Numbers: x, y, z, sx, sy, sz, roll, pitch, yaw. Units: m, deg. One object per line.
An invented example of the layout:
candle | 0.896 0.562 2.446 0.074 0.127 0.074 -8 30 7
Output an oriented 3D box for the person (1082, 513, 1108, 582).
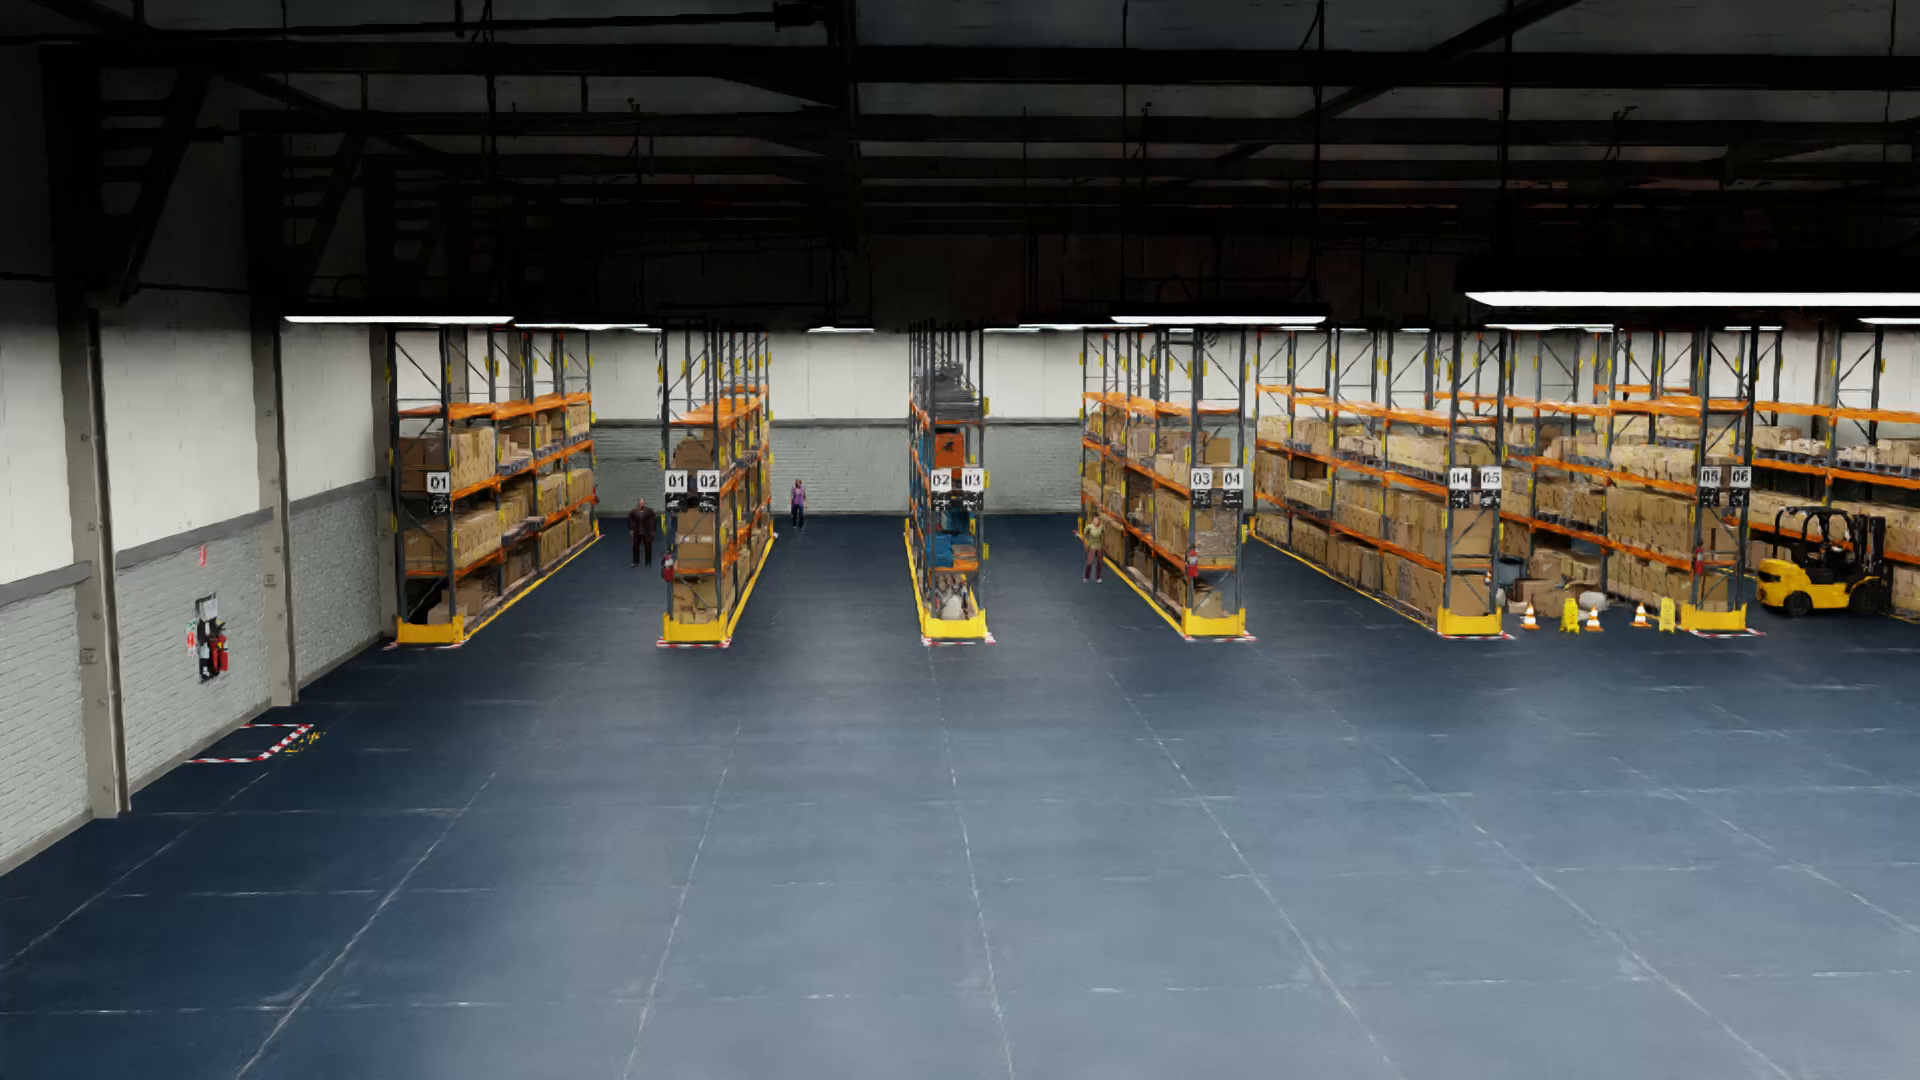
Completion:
person | 3.126 0.175 38.514 0.598 1.619 0.507 -1 7 -4

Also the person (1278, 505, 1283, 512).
person | 10.178 -1.547 51.866 0.605 1.753 0.572 -6 9 -39

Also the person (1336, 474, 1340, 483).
person | 10.645 -0.978 46.996 0.515 1.782 0.638 -5 8 -33

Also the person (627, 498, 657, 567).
person | -7.842 -0.209 40.996 0.729 1.699 0.546 -1 7 -5

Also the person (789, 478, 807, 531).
person | -4.750 -1.052 48.630 0.544 1.562 0.615 -2 7 -12
